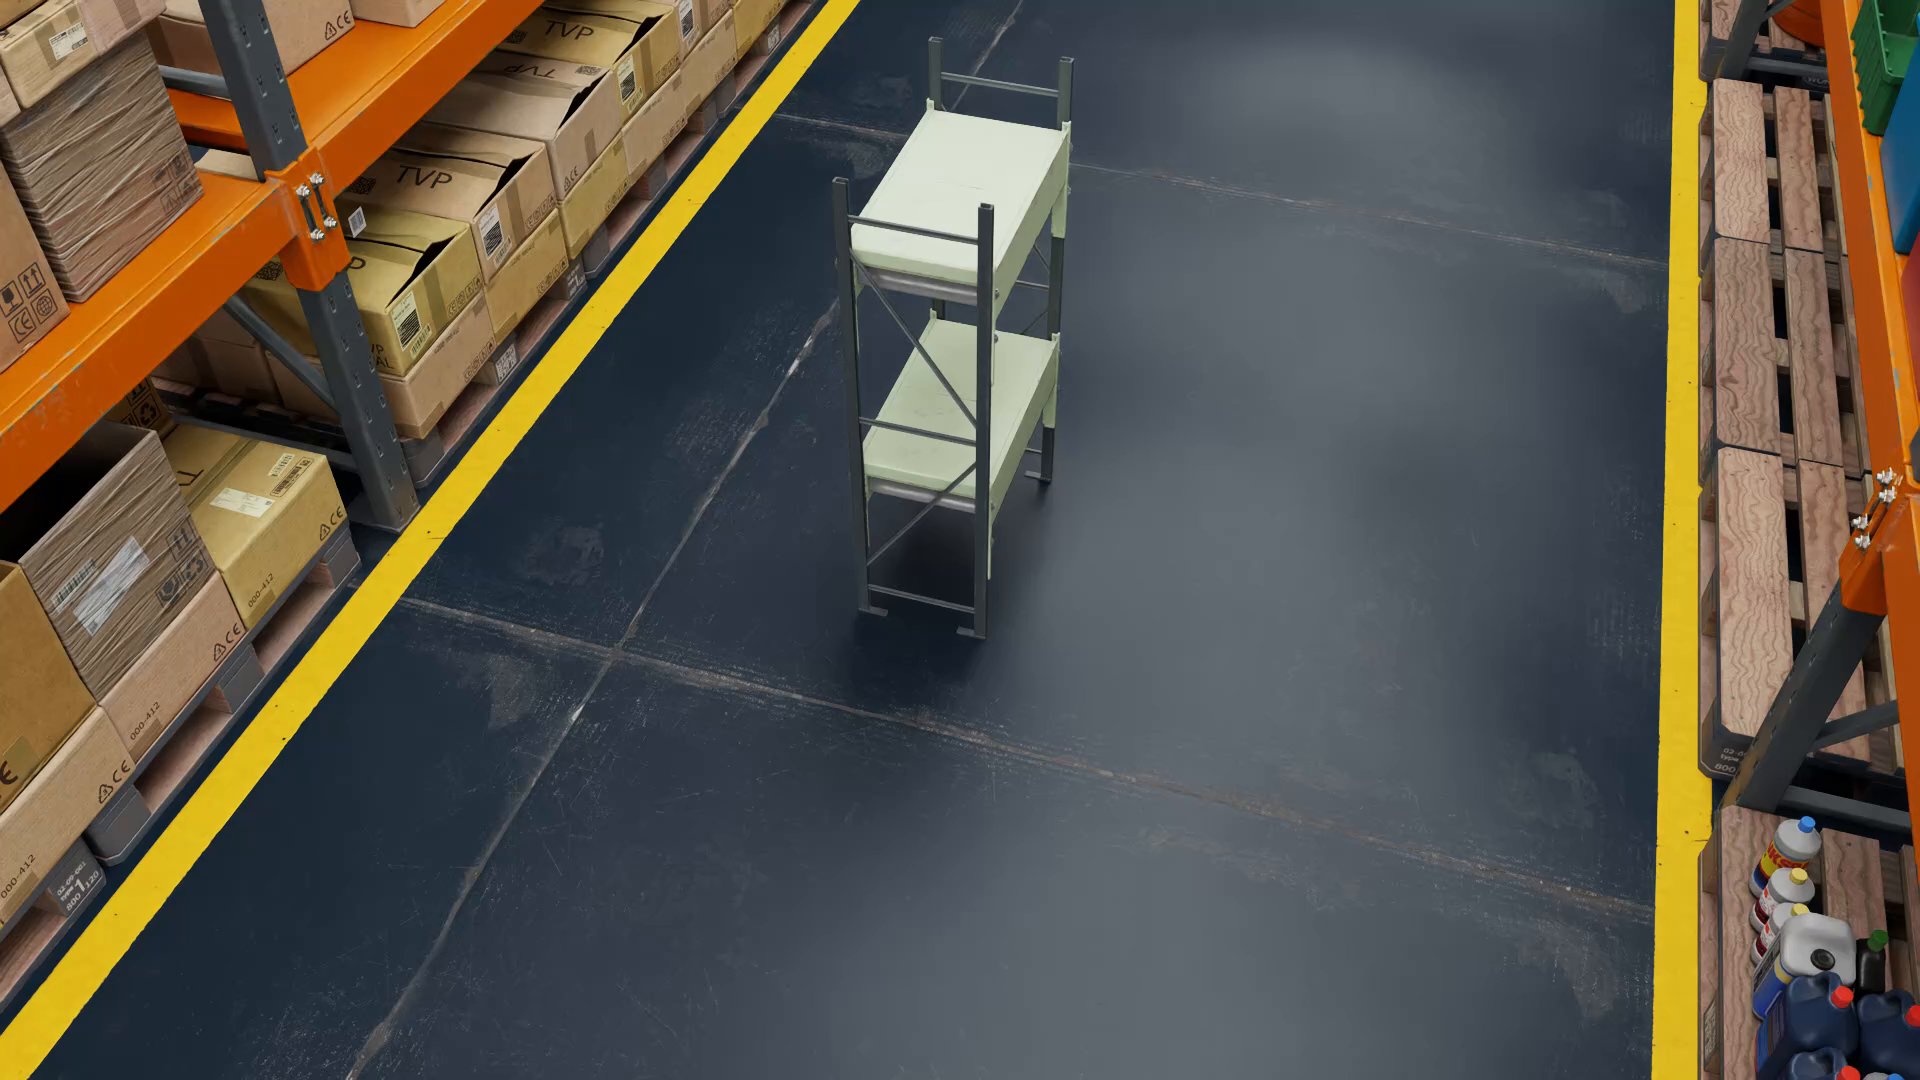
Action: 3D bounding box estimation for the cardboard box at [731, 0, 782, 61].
[{"bbox_3d":[-1.095,-2.323,7.144,0.500,0.250,0.500,12,46,12],"label":"cardboard box"}]

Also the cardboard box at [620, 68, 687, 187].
[{"bbox_3d":[-1.403,-1.644,6.452,0.500,0.250,0.500,13,46,13],"label":"cardboard box"}]

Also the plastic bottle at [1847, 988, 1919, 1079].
[{"bbox_3d":[1.990,1.086,3.575,0.144,0.351,0.185,13,46,13],"label":"plastic bottle"}]

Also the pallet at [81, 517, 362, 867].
[{"bbox_3d":[-2.508,0.282,4.811,1.003,0.211,1.213,13,46,13],"label":"pallet"}]

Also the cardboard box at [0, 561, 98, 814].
[{"bbox_3d":[-2.469,0.349,3.878,0.500,0.500,0.500,13,46,13],"label":"cardboard box"}]

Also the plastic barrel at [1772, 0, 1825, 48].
[{"bbox_3d":[3.836,-2.554,6.967,0.600,0.830,0.708,13,46,13],"label":"plastic barrel"}]

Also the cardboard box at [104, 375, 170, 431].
[{"bbox_3d":[-2.666,-0.428,4.672,0.500,0.500,0.500,13,46,13],"label":"cardboard box"}]

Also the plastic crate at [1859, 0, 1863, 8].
[{"bbox_3d":[2.923,-1.861,4.961,0.402,0.464,0.583,13,46,13],"label":"plastic crate"}]

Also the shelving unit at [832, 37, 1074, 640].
[{"bbox_3d":[-0.002,-0.532,4.721,0.431,1.500,0.755,13,46,12],"label":"shelving unit"}]

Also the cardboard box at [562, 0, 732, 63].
[{"bbox_3d":[-1.246,-2.185,6.603,0.500,0.311,0.500,12,46,12],"label":"cardboard box"}]

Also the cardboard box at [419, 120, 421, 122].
[{"bbox_3d":[-2.073,-1.614,6.020,0.500,0.311,0.500,12,46,12],"label":"cardboard box"}]

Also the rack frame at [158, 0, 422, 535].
[{"bbox_3d":[-2.227,-1.236,4.368,1.000,3.000,0.127,13,46,13],"label":"rack frame"}]

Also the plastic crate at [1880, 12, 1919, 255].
[{"bbox_3d":[2.530,-0.979,4.118,0.392,0.384,0.575,13,46,13],"label":"plastic crate"}]

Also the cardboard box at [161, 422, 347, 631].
[{"bbox_3d":[-2.159,-0.048,4.820,0.500,0.250,0.500,13,46,13],"label":"cardboard box"}]

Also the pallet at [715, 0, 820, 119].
[{"bbox_3d":[-1.302,-2.365,7.516,1.003,0.211,1.213,13,46,13],"label":"pallet"}]

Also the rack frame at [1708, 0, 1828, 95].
[{"bbox_3d":[3.704,-2.850,6.018,1.000,3.000,0.127,13,46,13],"label":"rack frame"}]

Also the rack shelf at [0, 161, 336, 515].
[{"bbox_3d":[-2.833,0.355,3.257,1.077,0.370,4.000,13,46,13],"label":"rack shelf"}]

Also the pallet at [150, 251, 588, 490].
[{"bbox_3d":[-2.041,-0.738,5.854,1.003,0.211,1.213,13,46,13],"label":"pallet"}]

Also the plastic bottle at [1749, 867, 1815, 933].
[{"bbox_3d":[1.948,0.846,3.927,0.097,0.201,0.097,0,44,0],"label":"plastic bottle"}]

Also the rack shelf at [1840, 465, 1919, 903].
[{"bbox_3d":[1.887,1.406,2.183,1.077,0.370,4.000,13,46,13],"label":"rack shelf"}]

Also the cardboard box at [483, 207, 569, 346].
[{"bbox_3d":[-1.713,-0.960,5.752,0.500,0.250,0.500,14,46,14],"label":"cardboard box"}]

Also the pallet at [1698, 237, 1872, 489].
[{"bbox_3d":[3.061,-0.535,5.646,1.003,0.211,1.213,13,46,13],"label":"pallet"}]

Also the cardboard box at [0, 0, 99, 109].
[{"bbox_3d":[-2.182,-1.112,3.707,0.380,0.149,0.250,12,46,12],"label":"cardboard box"}]

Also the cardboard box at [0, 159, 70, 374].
[{"bbox_3d":[-2.509,-0.621,3.669,0.700,0.500,0.500,12,46,12],"label":"cardboard box"}]

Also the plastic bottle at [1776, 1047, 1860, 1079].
[{"bbox_3d":[1.796,1.182,3.477,0.144,0.351,0.185,11,45,11],"label":"plastic bottle"}]

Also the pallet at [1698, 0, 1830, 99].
[{"bbox_3d":[3.903,-2.388,7.539,1.003,0.211,1.213,13,46,13],"label":"pallet"}]

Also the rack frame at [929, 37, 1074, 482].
[{"bbox_3d":[0.109,-0.776,4.970,0.400,1.500,0.023,13,46,12],"label":"rack frame"}]

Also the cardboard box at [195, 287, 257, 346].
[{"bbox_3d":[-2.378,-0.934,5.325,0.500,0.311,0.500,13,46,13],"label":"cardboard box"}]

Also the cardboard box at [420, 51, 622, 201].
[{"bbox_3d":[-1.552,-1.504,5.907,0.500,0.311,0.500,11,45,11],"label":"cardboard box"}]

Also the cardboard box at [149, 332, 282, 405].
[{"bbox_3d":[-2.378,-0.741,5.528,0.500,0.250,0.500,12,46,12],"label":"cardboard box"}]

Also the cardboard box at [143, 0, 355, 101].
[{"bbox_3d":[-2.120,-1.519,4.765,0.500,0.250,0.500,15,46,15],"label":"cardboard box"}]

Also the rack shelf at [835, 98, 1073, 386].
[{"bbox_3d":[-0.002,-0.811,4.448,0.431,0.370,0.720,13,46,12],"label":"rack shelf"}]

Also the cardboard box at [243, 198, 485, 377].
[{"bbox_3d":[-1.864,-0.826,5.214,0.500,0.311,0.500,13,46,13],"label":"cardboard box"}]

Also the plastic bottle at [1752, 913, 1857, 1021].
[{"bbox_3d":[1.907,0.973,3.744,0.152,0.276,0.135,14,46,14],"label":"plastic bottle"}]

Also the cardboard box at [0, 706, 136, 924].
[{"bbox_3d":[-2.457,0.620,4.137,0.500,0.250,0.500,13,46,13],"label":"cardboard box"}]
